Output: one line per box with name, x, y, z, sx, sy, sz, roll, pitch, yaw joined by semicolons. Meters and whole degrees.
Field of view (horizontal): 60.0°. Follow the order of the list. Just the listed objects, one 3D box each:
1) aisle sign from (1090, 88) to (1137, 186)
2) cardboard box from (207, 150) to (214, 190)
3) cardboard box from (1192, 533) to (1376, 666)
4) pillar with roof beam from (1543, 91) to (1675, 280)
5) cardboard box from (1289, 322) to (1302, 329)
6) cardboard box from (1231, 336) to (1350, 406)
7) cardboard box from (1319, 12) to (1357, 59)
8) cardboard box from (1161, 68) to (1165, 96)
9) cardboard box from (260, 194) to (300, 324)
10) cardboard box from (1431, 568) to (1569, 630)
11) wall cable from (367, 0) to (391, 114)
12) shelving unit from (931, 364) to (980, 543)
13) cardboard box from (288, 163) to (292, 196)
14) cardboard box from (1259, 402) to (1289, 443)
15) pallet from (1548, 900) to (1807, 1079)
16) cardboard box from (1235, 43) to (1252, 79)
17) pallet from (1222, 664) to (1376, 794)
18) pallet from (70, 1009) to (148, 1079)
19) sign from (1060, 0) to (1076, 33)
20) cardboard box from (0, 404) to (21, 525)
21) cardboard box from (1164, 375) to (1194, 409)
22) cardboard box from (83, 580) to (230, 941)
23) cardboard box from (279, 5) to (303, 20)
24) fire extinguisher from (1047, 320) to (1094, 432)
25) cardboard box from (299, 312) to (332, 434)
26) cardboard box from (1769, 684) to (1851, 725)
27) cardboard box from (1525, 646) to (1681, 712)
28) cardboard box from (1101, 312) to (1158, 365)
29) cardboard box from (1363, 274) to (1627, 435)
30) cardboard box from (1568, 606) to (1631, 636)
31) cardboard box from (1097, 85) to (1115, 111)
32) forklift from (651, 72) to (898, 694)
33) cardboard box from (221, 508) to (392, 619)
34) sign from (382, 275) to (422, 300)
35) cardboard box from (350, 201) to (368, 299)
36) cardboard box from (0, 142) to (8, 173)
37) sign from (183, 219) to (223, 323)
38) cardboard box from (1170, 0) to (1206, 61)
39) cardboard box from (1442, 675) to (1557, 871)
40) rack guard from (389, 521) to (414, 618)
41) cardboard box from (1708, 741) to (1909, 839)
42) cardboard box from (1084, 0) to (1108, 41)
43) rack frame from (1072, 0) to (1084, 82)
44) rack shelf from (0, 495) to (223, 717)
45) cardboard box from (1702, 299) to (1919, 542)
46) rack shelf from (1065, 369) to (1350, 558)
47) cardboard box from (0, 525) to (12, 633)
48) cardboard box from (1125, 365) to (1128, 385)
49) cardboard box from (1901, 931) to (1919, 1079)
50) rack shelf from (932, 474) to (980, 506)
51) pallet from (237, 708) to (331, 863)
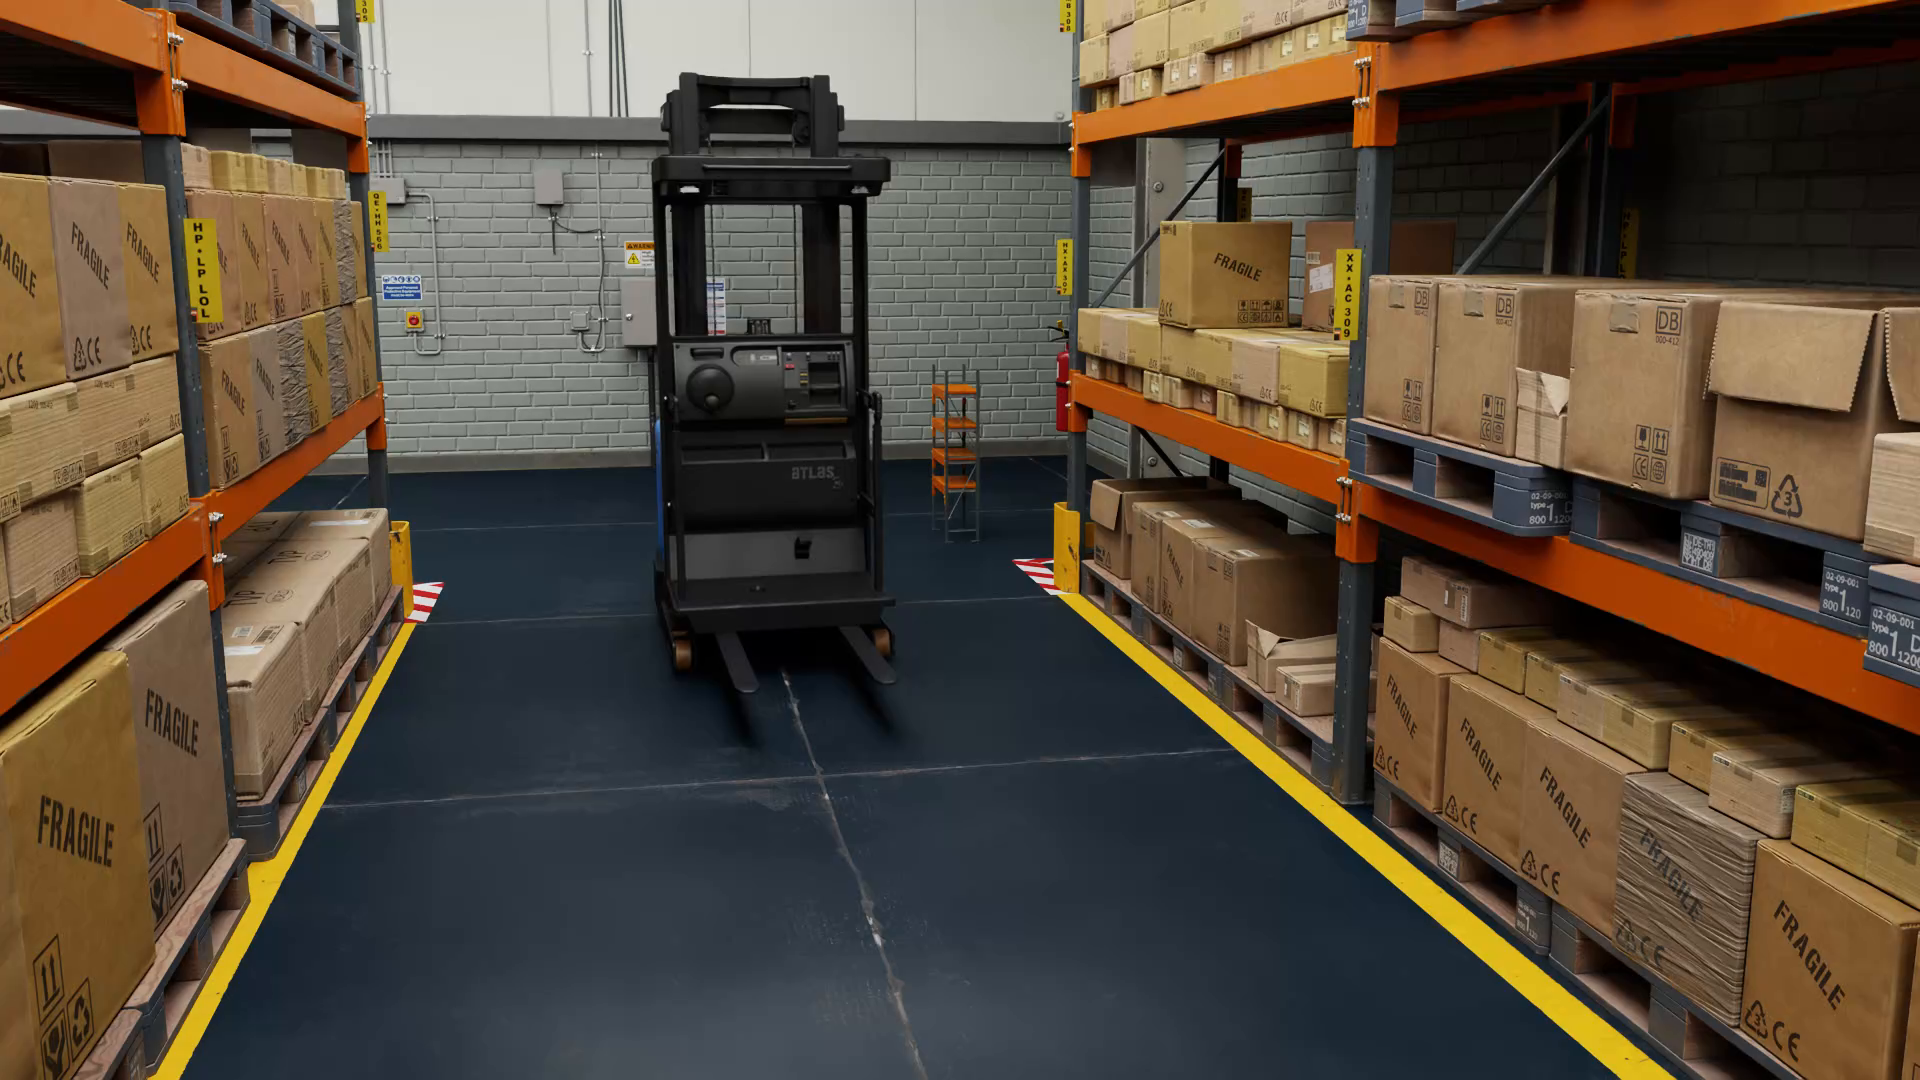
aisle sign;0.857;-2.495;9.832;0.394;0.787;0.004;-2;11;-11
cardboard box;-2.896;-1.320;5.931;0.380;0.149;0.250;-2;11;-12
cardboard box;1.514;0.269;7.821;0.700;0.500;0.500;-3;11;-13
pillar with roof beam;-1.538;-3.434;5.670;9.100;9.000;0.400;-2;11;-11
cardboard box;1.800;-0.933;8.180;0.500;0.250;0.500;-2;11;-11
cardboard box;1.486;-0.731;7.121;0.500;0.250;0.500;-2;11;-11
cardboard box;1.576;-1.888;6.244;0.380;0.149;0.250;-2;11;-11
cardboard box;1.216;-2.264;8.221;0.380;0.149;0.250;-2;11;-12
cardboard box;-2.968;-1.125;6.645;0.500;0.500;0.500;-2;11;-10
cardboard box;1.842;0.195;5.679;0.380;0.149;0.250;-3;11;-14
wall cable;-5.093;-5.015;13.980;0.463;3.000;0.029;-2;11;-11
shelving unit;-0.032;-0.620;11.744;0.258;1.200;0.503;-2;11;-11
cardboard box;-3.109;-1.555;7.166;0.380;0.149;0.250;-2;11;-9
cardboard box;1.480;-0.502;6.986;0.380;0.149;0.250;-2;11;-10
pallet;2.372;1.259;4.517;1.003;0.211;1.213;-2;11;-11
cardboard box;1.422;-2.078;7.241;0.380;0.149;0.250;-2;11;-9
pallet;1.803;0.761;7.133;1.003;0.211;1.213;-2;11;-11
pallet;-2.467;1.431;3.612;1.003;0.211;1.213;-2;11;-11
sign;0.626;-3.100;9.599;0.100;0.325;0.005;-2;11;-11
cardboard box;-2.280;-0.122;3.379;0.500;0.250;0.500;-2;11;-10
cardboard box;1.226;-0.737;8.219;0.380;0.149;0.250;-2;11;-10
cardboard box;-2.733;0.647;4.836;0.875;0.875;0.875;-2;11;-9
cardboard box;-3.374;-2.488;8.002;0.380;0.149;0.250;-3;11;-15
fire extinguisher;0.676;-1.005;10.161;0.296;0.674;0.183;-2;11;-11
cardboard box;-3.051;-0.725;7.214;0.500;0.500;0.500;-2;11;-9
cardboard box;2.584;0.513;4.806;0.380;0.149;0.250;-2;11;-10
cardboard box;2.002;0.440;5.189;0.380;0.149;0.250;-2;11;-12
cardboard box;1.080;-1.103;9.077;0.500;0.250;0.500;-2;11;-10
cardboard box;1.811;-0.641;5.653;0.700;0.500;0.500;-2;11;-10
cardboard box;2.347;0.325;5.792;0.380;0.149;0.250;-2;11;-11
cardboard box;0.992;-2.500;9.457;0.380;0.149;0.250;-2;11;-10
forklift;-0.956;-0.861;8.379;1.130;2.935;3.031;-3;11;-13
cardboard box;-3.484;0.135;8.697;0.875;0.438;0.875;-3;11;-13
sign;-4.889;-2.211;14.567;0.327;0.218;0.001;-2;11;-11
cardboard box;-3.383;-1.496;8.591;0.500;0.500;0.500;-2;11;-9
cardboard box;-3.304;-1.205;5.331;0.380;0.149;0.250;-2;11;-12
sign;-2.402;-0.853;5.271;0.100;0.325;0.005;-2;11;-11
cardboard box;1.306;-2.390;7.816;0.500;0.250;0.500;-2;11;-12
cardboard box;1.923;0.733;5.385;0.500;0.500;0.500;-2;11;-12
rack guard;-3.715;0.188;9.370;1.175;0.500;0.348;-2;11;-11
cardboard box;2.139;0.628;4.201;0.380;0.149;0.250;-3;11;-14
cardboard box;0.998;-2.917;9.248;0.500;0.250;0.500;-2;11;-12
rack frame;1.158;-4.164;9.504;1.000;3.000;0.127;-2;11;-11
rack shelf;-2.543;0.419;3.399;1.077;0.370;4.000;-2;11;-11
cardboard box;2.215;-0.299;3.845;0.797;0.503;0.637;-2;11;-12
rack shelf;1.547;-0.496;8.205;1.077;0.370;4.000;-2;11;-11
cardboard box;-2.315;0.126;3.411;0.500;0.250;0.500;-2;11;-11
cardboard box;1.133;-0.931;9.237;0.380;0.149;0.250;-2;11;-12
cardboard box;2.334;1.111;3.401;0.500;0.500;0.500;-2;11;-12
rack shelf;-0.032;-0.359;11.794;0.258;0.148;0.480;-2;11;-11
pallet;-3.003;0.926;6.267;1.003;0.211;1.213;-2;11;-11
